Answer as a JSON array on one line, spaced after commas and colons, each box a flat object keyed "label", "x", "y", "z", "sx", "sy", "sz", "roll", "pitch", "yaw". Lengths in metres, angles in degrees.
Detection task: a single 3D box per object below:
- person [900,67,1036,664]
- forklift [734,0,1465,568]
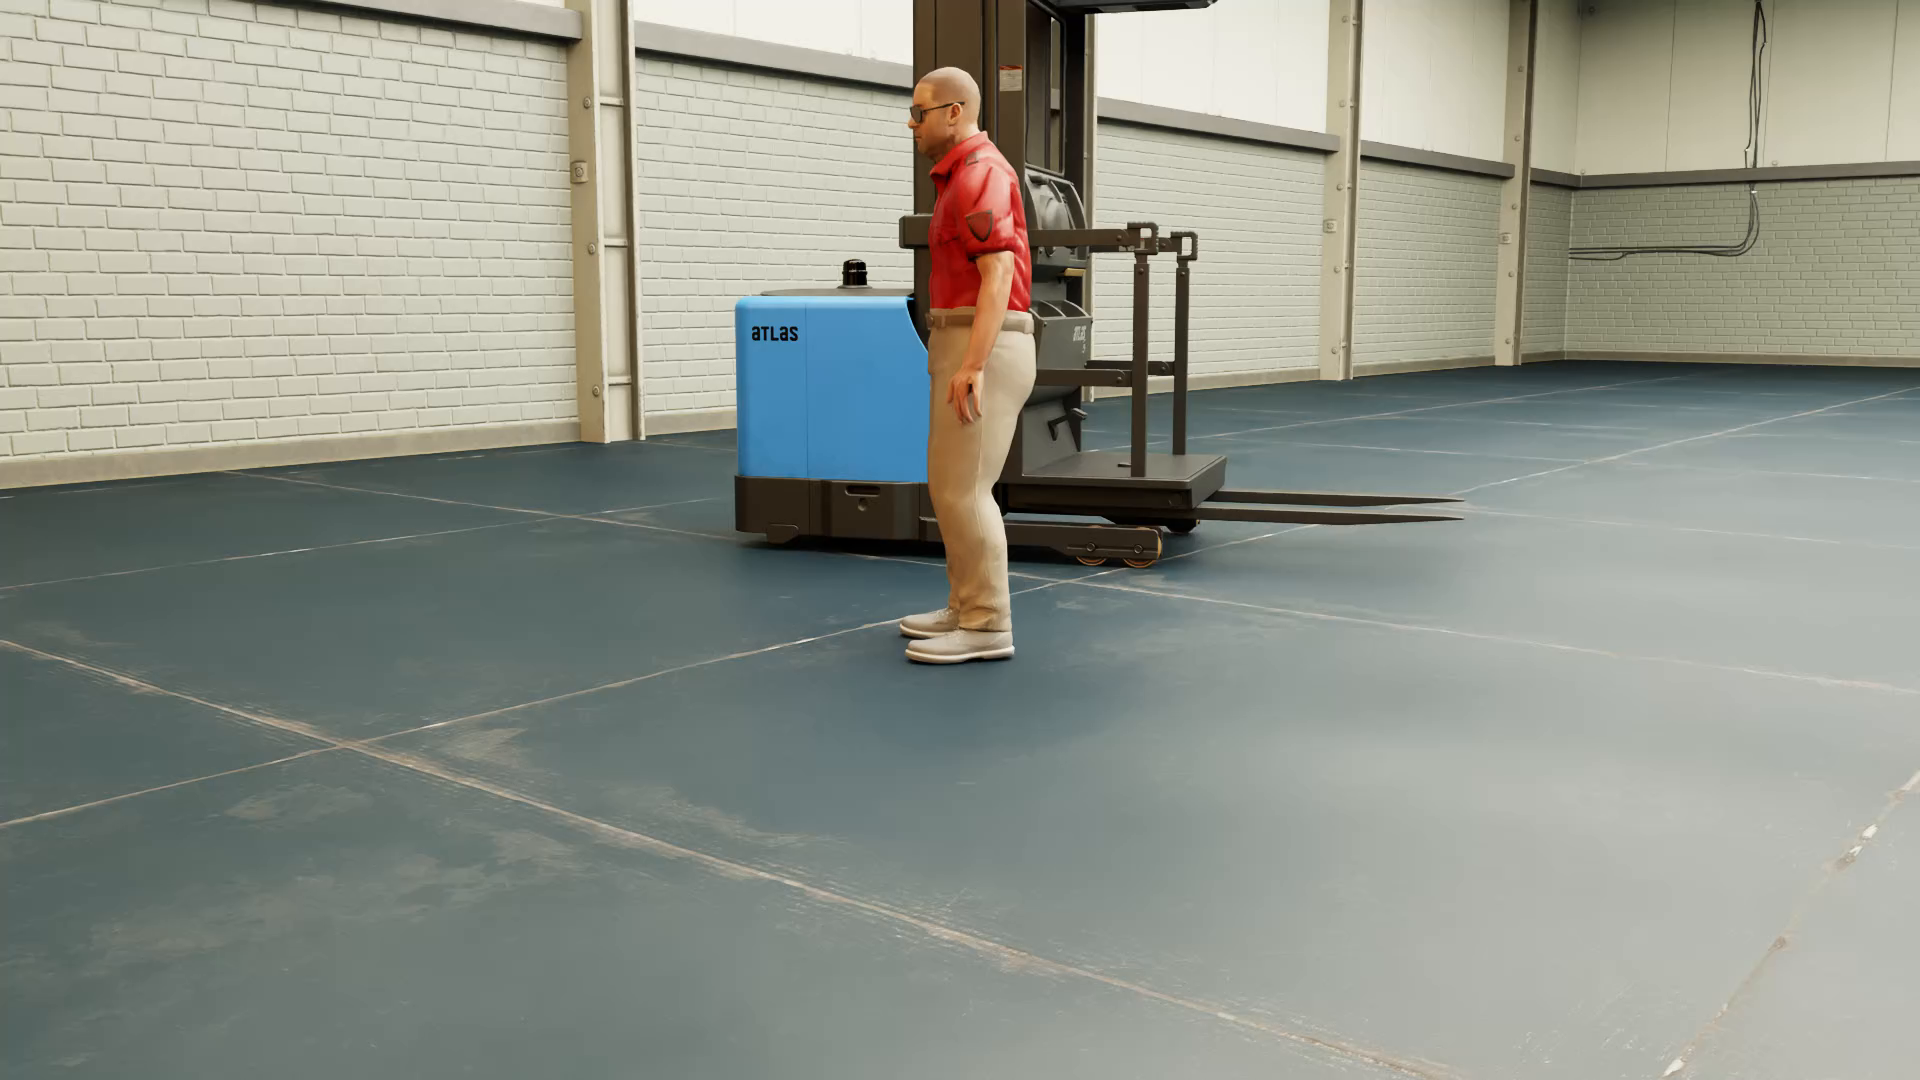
[{"label": "person", "x": 0.021, "y": -0.516, "z": 4.965, "sx": 0.392, "sy": 1.726, "sz": 0.609, "roll": -1, "pitch": 8, "yaw": -5}, {"label": "forklift", "x": 0.601, "y": -1.424, "z": 7.012, "sx": 3.031, "sy": 2.935, "sz": 1.130, "roll": 3, "pitch": 9, "yaw": 17}]
